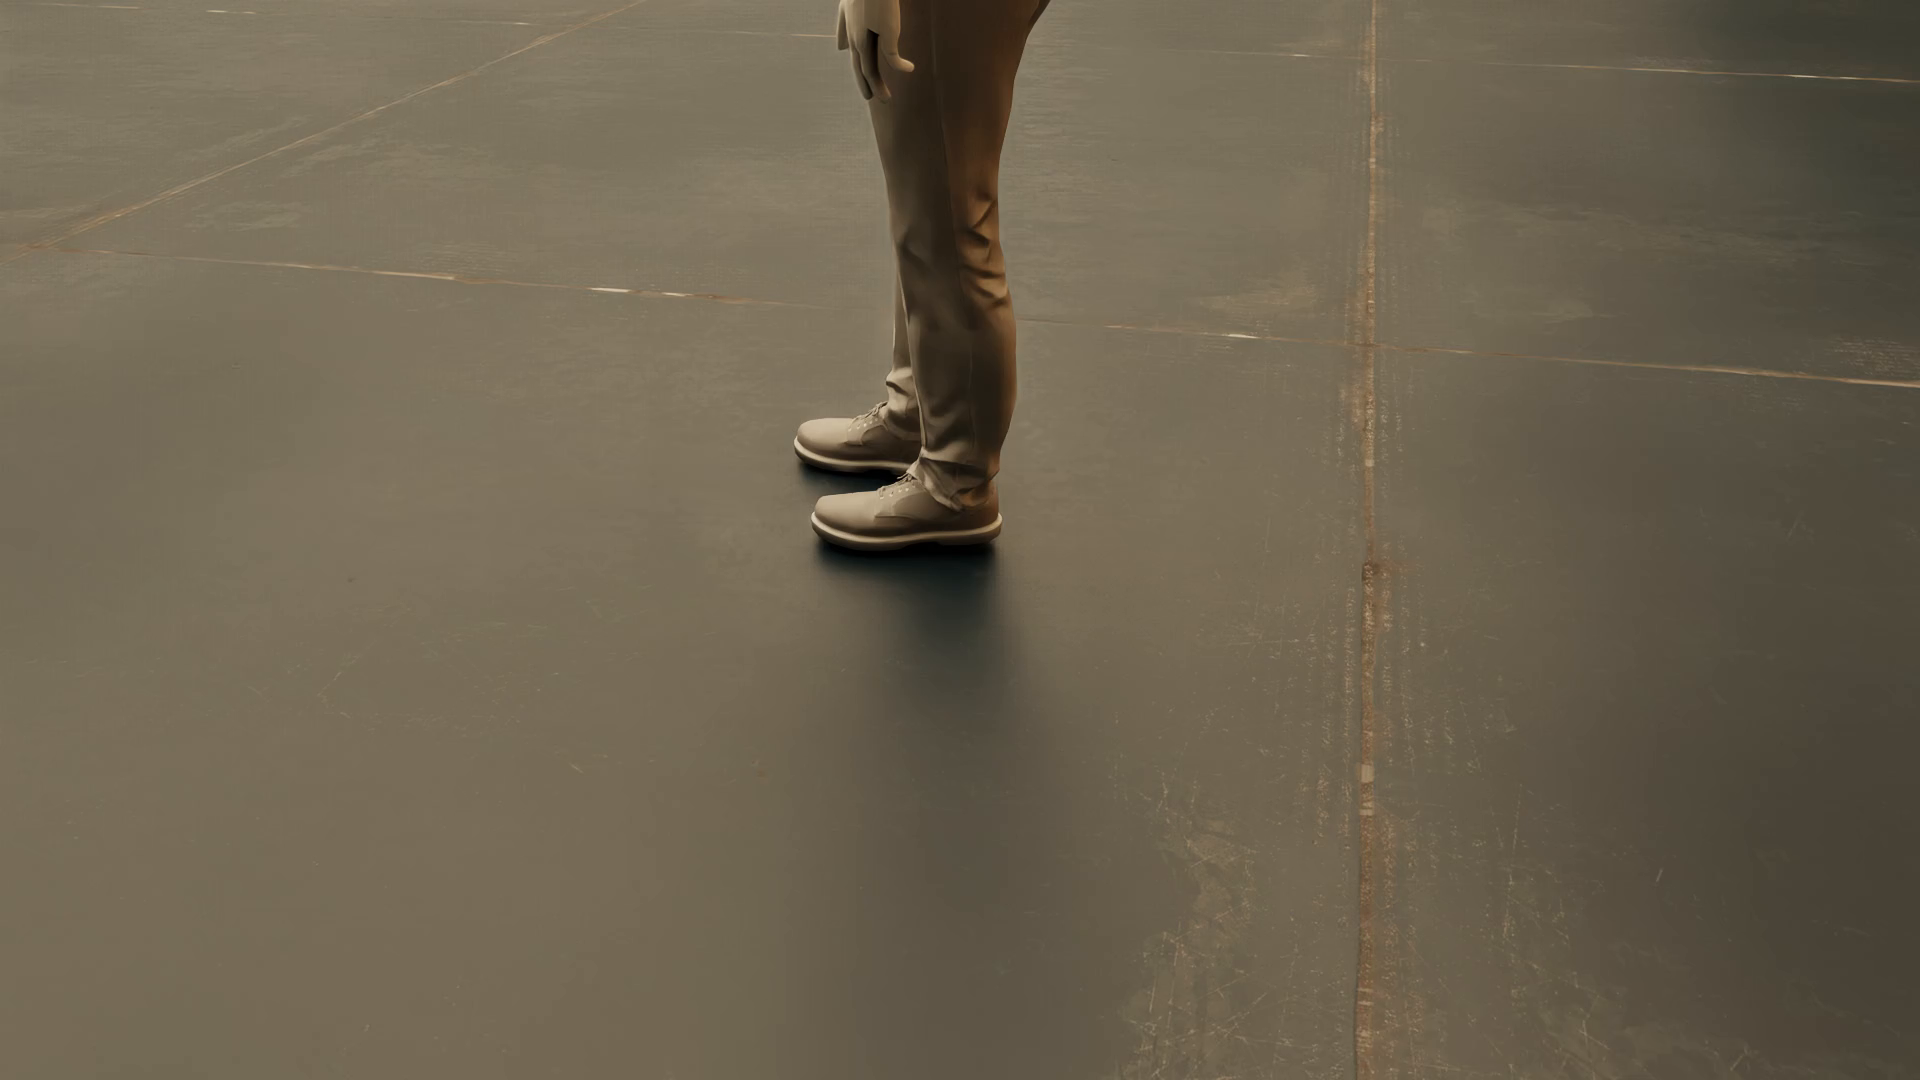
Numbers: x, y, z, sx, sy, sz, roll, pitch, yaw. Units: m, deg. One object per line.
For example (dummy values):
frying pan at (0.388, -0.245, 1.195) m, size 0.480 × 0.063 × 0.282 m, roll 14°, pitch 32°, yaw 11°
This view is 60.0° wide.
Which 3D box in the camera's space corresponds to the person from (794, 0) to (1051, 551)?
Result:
person at (-0.066, -0.773, 2.135) m, size 0.530 × 1.694 × 0.586 m, roll 6°, pitch 27°, yaw 11°
